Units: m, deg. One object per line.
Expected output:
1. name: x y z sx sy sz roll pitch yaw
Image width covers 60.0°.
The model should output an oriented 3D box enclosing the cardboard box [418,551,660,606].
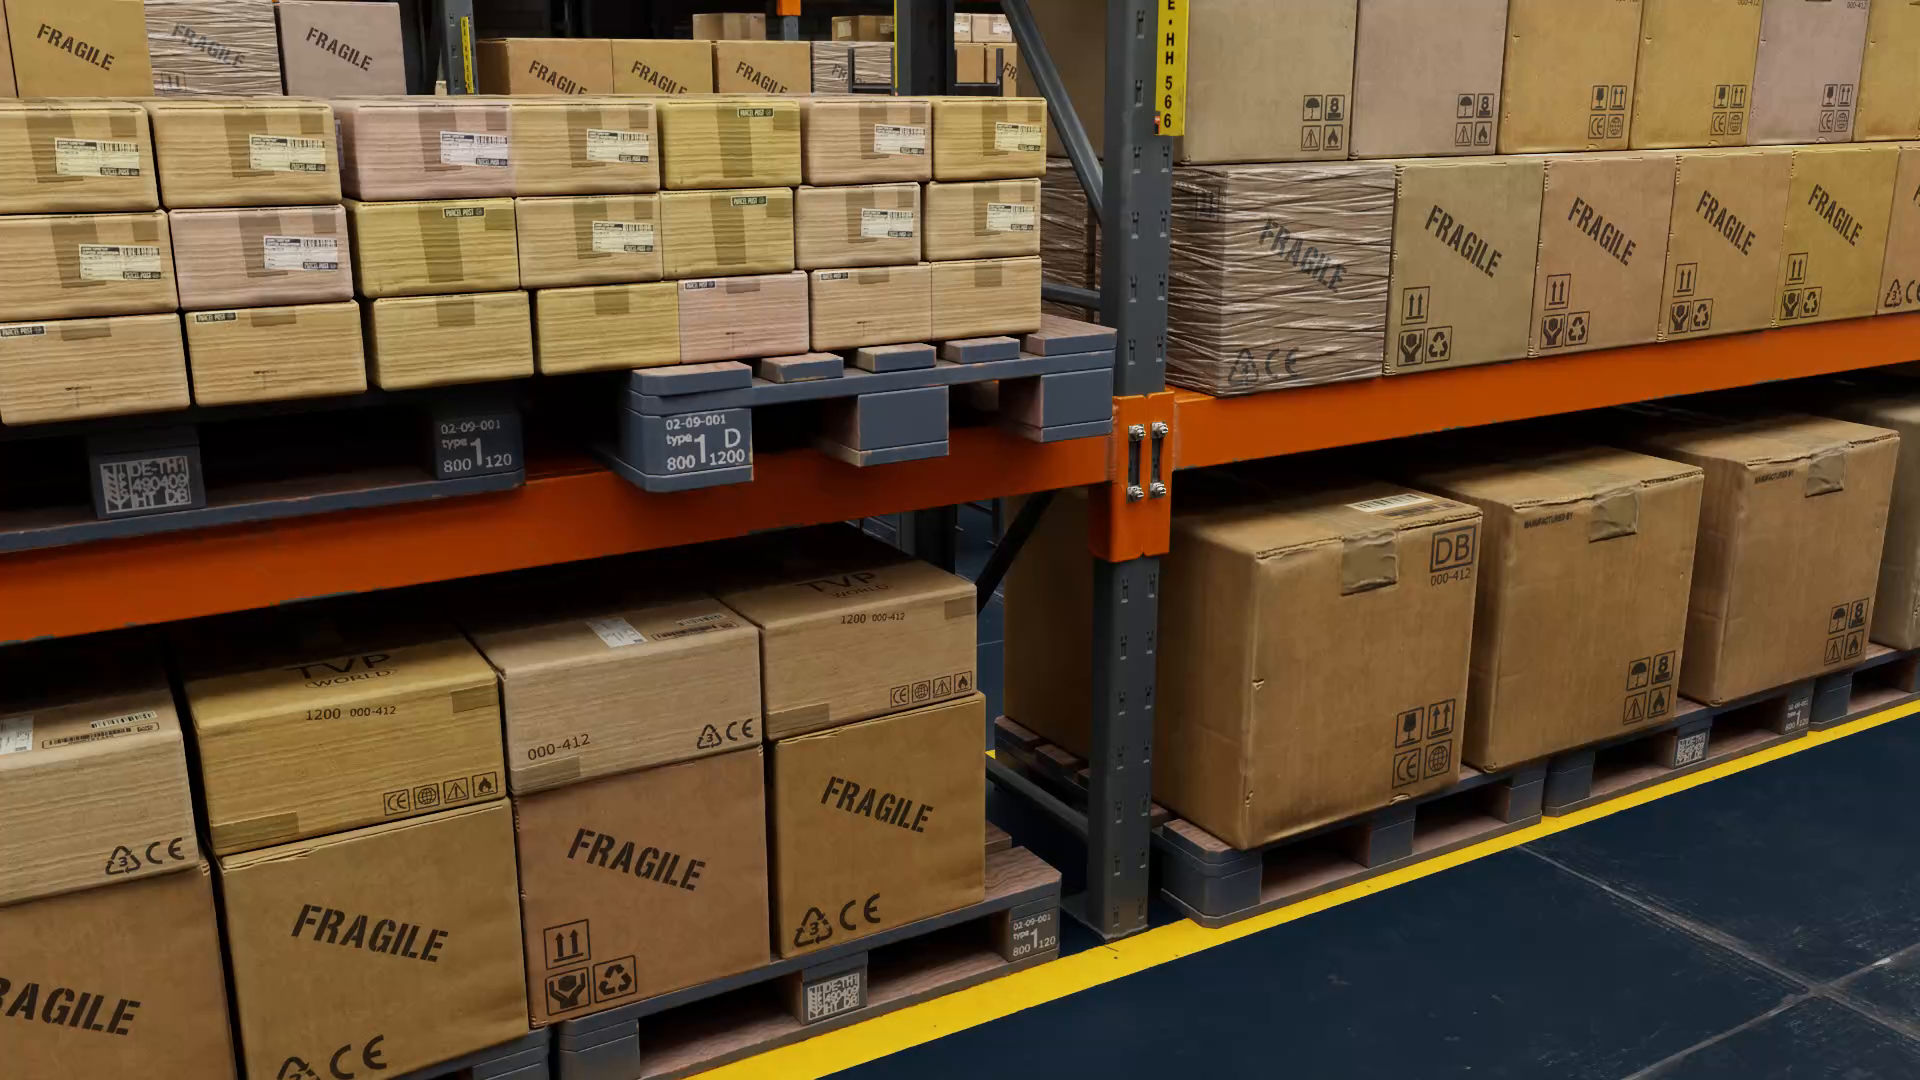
1. cardboard box: -1.005 0.148 3.790 0.500 0.250 0.500 -9 18 -30

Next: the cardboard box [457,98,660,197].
1. cardboard box: -0.707 -0.688 2.892 0.250 0.149 0.380 -9 18 -28

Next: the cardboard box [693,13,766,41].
1. cardboard box: -1.233 -2.733 8.886 0.250 0.149 0.380 -10 19 -32

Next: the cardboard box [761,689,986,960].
1. cardboard box: -0.284 0.550 3.743 0.500 0.500 0.500 -9 18 -30

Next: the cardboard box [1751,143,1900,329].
1. cardboard box: 2.398 -0.932 4.994 0.500 0.500 0.500 -9 18 -29

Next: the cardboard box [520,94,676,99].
1. cardboard box: -0.792 -0.880 3.578 0.250 0.149 0.380 -9 18 -30

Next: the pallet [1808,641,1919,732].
1. pallet: 2.952 0.308 5.919 1.213 0.211 1.003 -9 18 -30

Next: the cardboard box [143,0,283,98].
1. cardboard box: -3.235 -2.058 7.158 0.500 0.500 0.500 -9 18 -29

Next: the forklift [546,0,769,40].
1. forklift: -1.877 -2.552 11.084 3.031 2.935 1.130 -9 18 -30

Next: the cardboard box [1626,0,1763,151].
1. cardboard box: 1.845 -1.406 4.832 0.500 0.500 0.700 -9 18 -30

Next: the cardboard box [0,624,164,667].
1. cardboard box: -1.882 0.286 3.296 0.500 0.250 0.500 -10 19 -32

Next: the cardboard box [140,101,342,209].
1. cardboard box: -1.148 -0.617 2.640 0.250 0.149 0.380 -8 18 -27

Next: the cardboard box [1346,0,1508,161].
1. cardboard box: 0.968 -1.263 4.322 0.500 0.500 0.700 -10 18 -31

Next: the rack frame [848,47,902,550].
1. rack frame: -0.351 -0.954 6.923 0.015 2.100 0.400 -9 18 -30

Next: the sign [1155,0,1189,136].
1. sign: 0.433 -0.998 3.415 0.005 0.325 0.100 -9 18 -30

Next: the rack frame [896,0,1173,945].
1. rack frame: 0.145 -0.603 4.004 0.127 3.000 1.000 -9 18 -30

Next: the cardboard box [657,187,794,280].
1. cardboard box: -0.496 -0.579 3.054 0.250 0.149 0.380 -9 18 -28

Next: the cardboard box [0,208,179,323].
1. cardboard box: -1.369 -0.438 2.551 0.250 0.149 0.380 -10 18 -31

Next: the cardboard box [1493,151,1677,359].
1. cardboard box: 1.536 -0.793 4.495 0.500 0.500 0.500 -9 18 -30

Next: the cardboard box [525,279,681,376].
1. cardboard box: -0.690 -0.406 2.987 0.250 0.149 0.380 -9 18 -30

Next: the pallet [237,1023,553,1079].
1. pallet: -1.570 1.016 3.393 1.213 0.211 1.003 -9 18 -30

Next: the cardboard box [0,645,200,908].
1. cardboard box: -1.619 0.407 2.864 0.500 0.250 0.500 -8 18 -28

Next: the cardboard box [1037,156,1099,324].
1. cardboard box: 0.393 -0.776 4.436 0.500 0.500 0.500 -9 18 -30

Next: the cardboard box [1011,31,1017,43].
1. cardboard box: 0.353 -3.013 9.884 0.250 0.149 0.380 -9 18 -30

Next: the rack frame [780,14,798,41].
1. rack frame: -1.621 -3.438 14.118 0.127 3.000 1.000 -9 18 -30

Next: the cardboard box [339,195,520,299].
1. cardboard box: -0.925 -0.510 2.809 0.250 0.149 0.380 -9 18 -30

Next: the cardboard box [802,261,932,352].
1. cardboard box: -0.254 -0.475 3.236 0.250 0.149 0.380 -9 18 -30

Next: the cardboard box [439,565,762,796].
1. cardboard box: -0.733 0.266 3.369 0.500 0.250 0.500 -9 18 -29

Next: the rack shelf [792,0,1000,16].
1. rack shelf: 0.093 -4.814 14.802 4.000 0.370 1.077 -9 18 -30

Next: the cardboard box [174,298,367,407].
1. cardboard box: -1.143 -0.332 2.726 0.250 0.149 0.380 -9 18 -28

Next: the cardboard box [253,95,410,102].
1. cardboard box: -1.250 -0.806 3.312 0.250 0.149 0.380 -8 18 -27

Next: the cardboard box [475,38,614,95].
1. cardboard box: -1.986 -2.137 7.961 0.500 0.500 0.500 -10 18 -31

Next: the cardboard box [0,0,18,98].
1. cardboard box: -4.101 -1.922 6.672 0.500 0.500 0.500 -10 18 -31

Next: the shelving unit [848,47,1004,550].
1. shelving unit: -0.142 -0.988 7.044 0.503 2.100 0.431 -9 18 -30

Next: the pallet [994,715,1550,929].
1. pallet: 0.860 0.647 4.709 1.213 0.211 1.003 -9 18 -30

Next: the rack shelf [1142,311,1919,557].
1. rack shelf: 1.860 -0.535 5.093 4.000 0.370 1.077 -9 18 -30

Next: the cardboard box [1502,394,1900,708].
1. cardboard box: 2.260 -0.038 5.377 0.750 0.750 1.050 -9 18 -30

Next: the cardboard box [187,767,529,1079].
1. cardboard box: -1.176 0.699 3.213 0.500 0.500 0.500 -10 19 -32

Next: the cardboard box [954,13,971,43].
1. cardboard box: -0.148 -2.738 8.902 0.250 0.149 0.380 -10 19 -32

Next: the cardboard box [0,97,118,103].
1. cardboard box: -1.692 -0.735 3.058 0.250 0.149 0.380 -10 18 -30

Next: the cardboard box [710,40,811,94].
1. cardboard box: -1.091 -2.286 8.495 0.500 0.500 0.500 -9 18 -29

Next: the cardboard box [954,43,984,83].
1. cardboard box: -0.209 -2.427 8.997 0.500 0.500 0.500 -9 18 -28

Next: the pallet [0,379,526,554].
1. pallet: -1.530 -0.226 3.015 1.213 0.211 1.003 -9 18 -30

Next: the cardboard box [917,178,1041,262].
1. cardboard box: -0.044 -0.654 3.320 0.250 0.149 0.380 -9 18 -29

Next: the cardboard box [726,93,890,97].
1. cardboard box: -0.354 -0.951 3.830 0.250 0.149 0.380 -9 18 -30

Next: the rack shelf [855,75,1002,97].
1. rack shelf: -0.142 -1.649 6.859 0.480 0.518 0.431 -9 18 -30

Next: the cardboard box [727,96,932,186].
1. cardboard box: -0.255 -0.762 3.157 0.250 0.149 0.380 -9 18 -30

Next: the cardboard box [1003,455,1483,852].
1. cardboard box: 0.714 0.214 4.479 0.750 0.750 1.050 -9 18 -30

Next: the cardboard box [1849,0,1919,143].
1. cardboard box: 2.712 -1.546 5.331 0.500 0.500 0.700 -10 18 -31

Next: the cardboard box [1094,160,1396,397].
1. cardboard box: 0.669 -0.651 3.990 0.500 0.500 0.500 -9 18 -29
